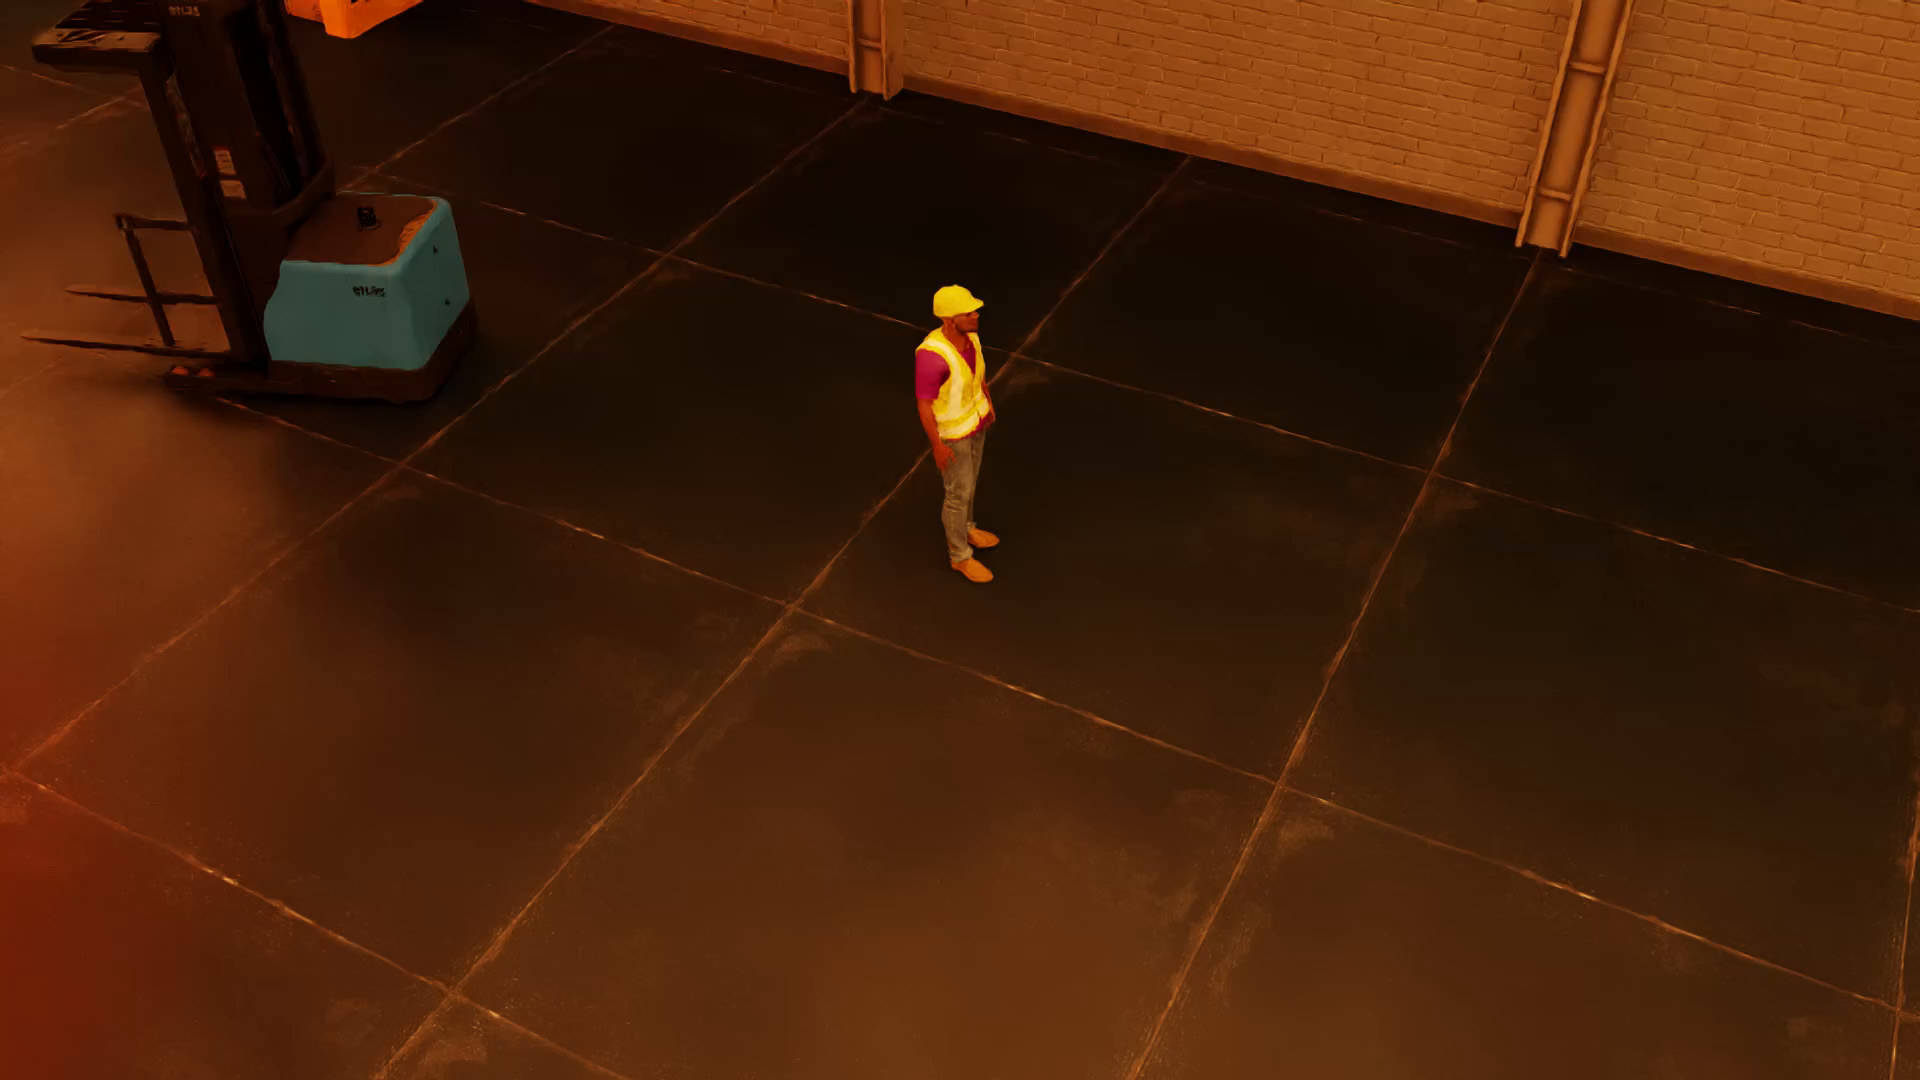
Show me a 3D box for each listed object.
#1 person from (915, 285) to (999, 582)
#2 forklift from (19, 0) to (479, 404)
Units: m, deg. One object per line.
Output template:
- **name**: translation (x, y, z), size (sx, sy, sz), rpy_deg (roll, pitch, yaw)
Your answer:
- **person**: translation (0.059, -0.655, 9.662), size (0.576, 1.760, 0.665), rpy_deg (18, 43, 21)
- **forklift**: translation (-5.028, -2.464, 10.913), size (3.031, 2.935, 1.130), rpy_deg (5, 40, 6)
